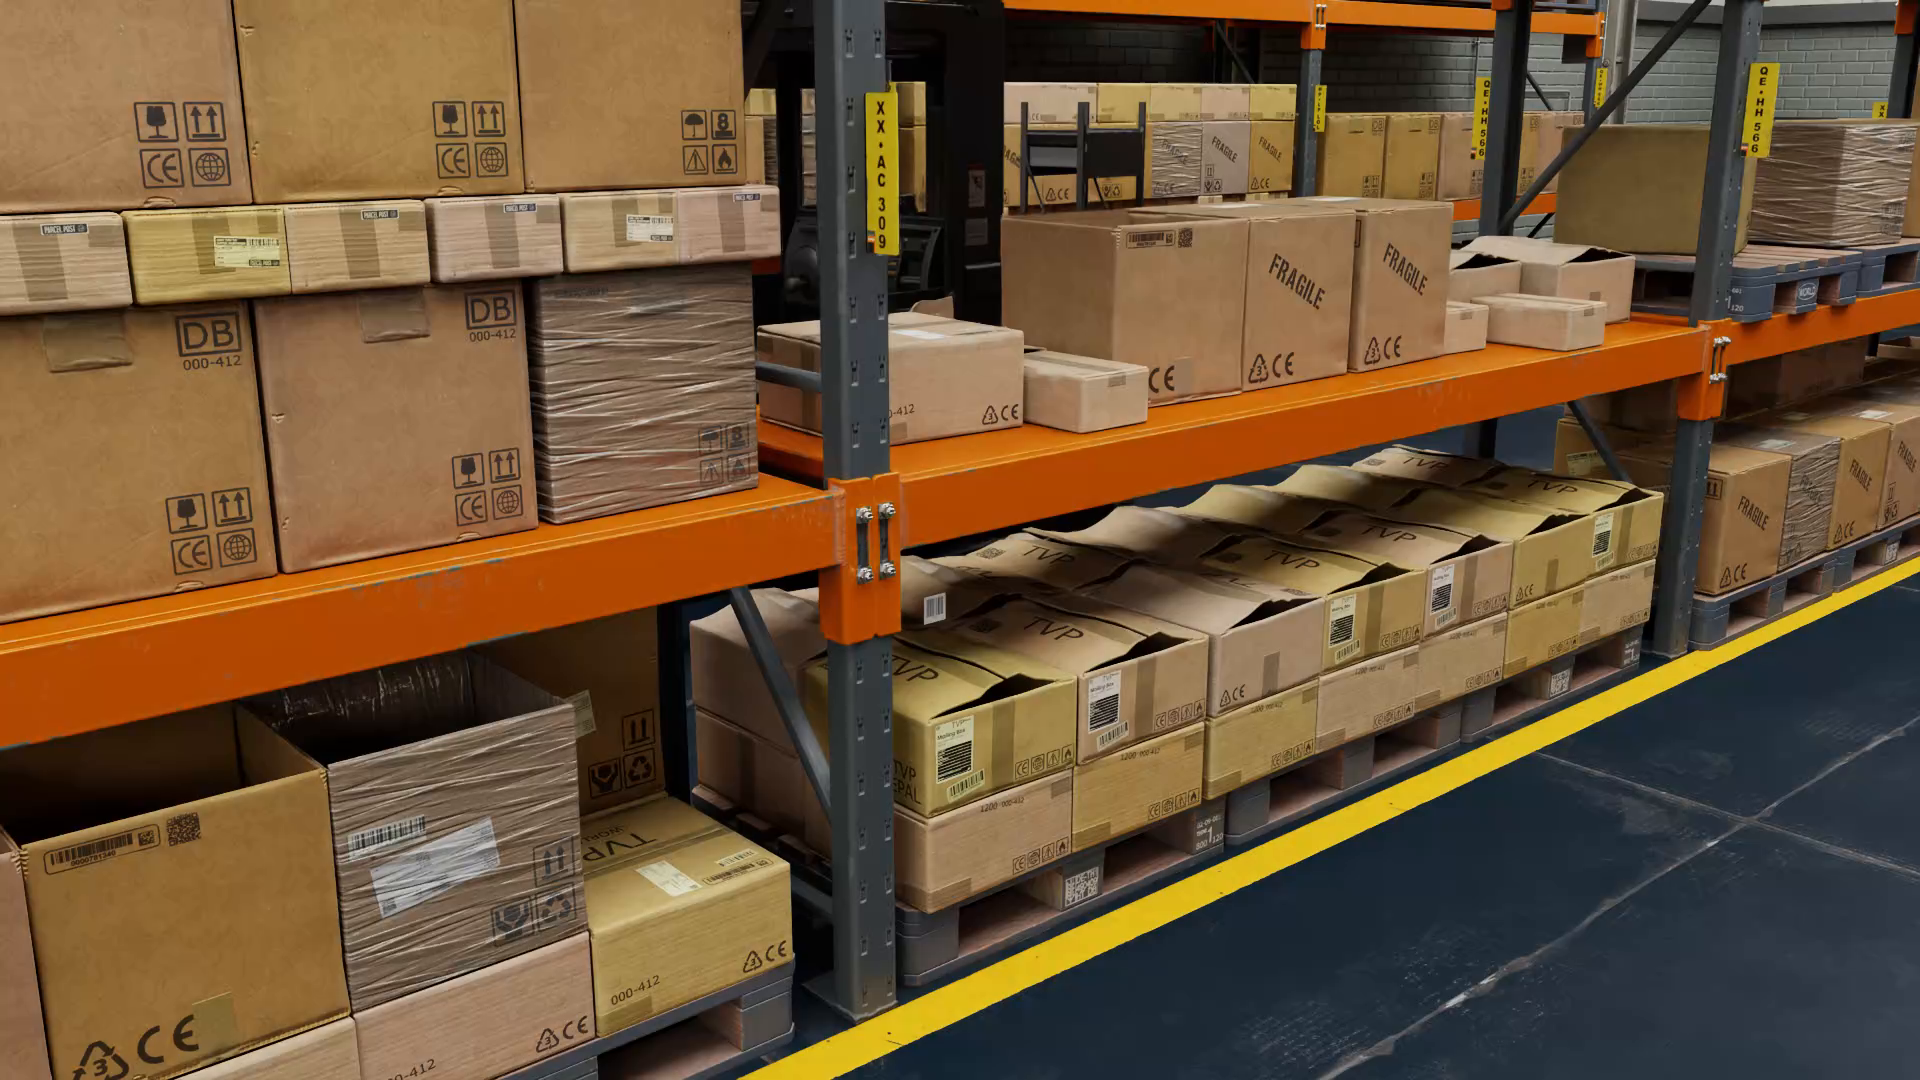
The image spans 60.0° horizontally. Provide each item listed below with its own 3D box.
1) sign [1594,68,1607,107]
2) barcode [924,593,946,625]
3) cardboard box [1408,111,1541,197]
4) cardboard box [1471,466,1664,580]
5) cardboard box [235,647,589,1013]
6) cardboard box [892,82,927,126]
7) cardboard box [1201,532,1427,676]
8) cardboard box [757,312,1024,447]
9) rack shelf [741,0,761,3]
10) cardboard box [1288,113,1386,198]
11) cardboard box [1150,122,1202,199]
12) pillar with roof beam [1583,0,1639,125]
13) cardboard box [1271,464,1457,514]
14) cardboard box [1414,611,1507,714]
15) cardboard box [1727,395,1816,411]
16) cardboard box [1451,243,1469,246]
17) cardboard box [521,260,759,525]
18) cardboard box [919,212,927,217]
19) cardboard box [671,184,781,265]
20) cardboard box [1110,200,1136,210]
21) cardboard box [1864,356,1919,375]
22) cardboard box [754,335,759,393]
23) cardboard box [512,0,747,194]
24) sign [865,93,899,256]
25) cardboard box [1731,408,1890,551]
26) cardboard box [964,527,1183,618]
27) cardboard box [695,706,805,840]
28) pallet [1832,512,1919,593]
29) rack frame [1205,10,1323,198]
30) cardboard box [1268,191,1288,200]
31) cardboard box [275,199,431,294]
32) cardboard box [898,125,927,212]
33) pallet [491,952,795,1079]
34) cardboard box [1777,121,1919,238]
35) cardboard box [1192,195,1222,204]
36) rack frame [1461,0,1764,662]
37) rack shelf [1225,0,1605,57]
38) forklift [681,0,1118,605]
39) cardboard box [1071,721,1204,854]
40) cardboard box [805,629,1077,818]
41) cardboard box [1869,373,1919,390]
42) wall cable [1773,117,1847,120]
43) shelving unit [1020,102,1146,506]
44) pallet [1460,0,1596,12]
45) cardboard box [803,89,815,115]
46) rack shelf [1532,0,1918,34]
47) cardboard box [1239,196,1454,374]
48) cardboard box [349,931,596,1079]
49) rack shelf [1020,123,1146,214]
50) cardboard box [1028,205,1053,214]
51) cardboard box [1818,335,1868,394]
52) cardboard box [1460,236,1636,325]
[{"bbox_3d":[5.618,-3.969,14.592,0.005,0.325,0.100,-13,19,-39],"label":"sign"},{"bbox_3d":[-0.060,0.163,3.958,0.075,0.075,0.001,-13,19,-39],"label":"barcode"},{"bbox_3d":[4.353,-3.334,14.337,0.700,0.700,0.980,-13,20,-40],"label":"cardboard box"},{"bbox_3d":[2.258,-0.092,6.211,0.500,0.311,0.500,-12,19,-38],"label":"cardboard box"},{"bbox_3d":[-1.117,0.561,3.400,0.500,0.500,0.500,-13,19,-39],"label":"cardboard box"},{"bbox_3d":[-0.229,-2.643,10.070,0.500,0.250,0.500,-12,19,-38],"label":"cardboard box"},{"bbox_3d":[1.109,0.166,5.243,0.500,0.311,0.500,-12,19,-38],"label":"cardboard box"},{"bbox_3d":[-0.183,-0.426,4.321,0.500,0.250,0.500,-11,19,-36],"label":"cardboard box"},{"bbox_3d":[-2.272,-2.810,8.540,4.000,0.370,1.077,-13,19,-39],"label":"rack shelf"},{"bbox_3d":[2.675,-2.959,12.933,0.700,0.700,0.980,-12,19,-39],"label":"cardboard box"},{"bbox_3d":[1.309,-2.628,11.466,0.500,0.500,0.500,-13,19,-39],"label":"cardboard box"},{"bbox_3d":[9.567,-6.089,13.607,0.400,9.000,9.100,-13,19,-39],"label":"pillar with roof beam"},{"bbox_3d":[1.513,-0.107,6.266,0.500,0.311,0.500,-13,20,-41],"label":"cardboard box"},{"bbox_3d":[1.487,0.351,5.638,0.500,0.250,0.500,-12,19,-38],"label":"cardboard box"},{"bbox_3d":[3.826,-0.470,8.190,0.500,0.500,0.500,-14,20,-41],"label":"cardboard box"},{"bbox_3d":[4.391,-2.547,14.747,0.250,0.149,0.380,-13,19,-39],"label":"cardboard box"},{"bbox_3d":[-0.856,-0.378,3.659,0.500,0.500,0.700,-13,20,-41],"label":"cardboard box"},{"bbox_3d":[-0.362,-1.946,10.173,0.250,0.149,0.380,-13,20,-40],"label":"cardboard box"},{"bbox_3d":[-0.590,-0.680,3.533,0.250,0.149,0.380,-13,20,-39],"label":"cardboard box"},{"bbox_3d":[0.990,-2.252,11.315,0.250,0.149,0.380,-12,19,-38],"label":"cardboard box"},{"bbox_3d":[4.984,-0.732,9.168,0.500,0.500,0.500,-14,20,-42],"label":"cardboard box"},{"bbox_3d":[-1.272,-0.920,9.874,0.500,0.500,0.700,-12,19,-39],"label":"cardboard box"},{"bbox_3d":[-0.856,-1.005,3.492,0.500,0.500,0.700,-13,19,-39],"label":"cardboard box"},{"bbox_3d":[-0.160,-0.755,3.432,0.005,0.325,0.100,-13,19,-39],"label":"sign"},{"bbox_3d":[3.796,-0.284,7.491,0.500,0.500,0.500,-13,20,-40],"label":"cardboard box"},{"bbox_3d":[0.358,0.151,5.301,0.500,0.311,0.500,-13,20,-40],"label":"cardboard box"},{"bbox_3d":[-0.403,0.593,4.733,0.500,0.250,0.500,-13,20,-40],"label":"cardboard box"},{"bbox_3d":[4.000,-0.061,8.070,1.213,0.211,1.003,-13,19,-39],"label":"pallet"},{"bbox_3d":[2.255,-2.725,12.640,0.127,3.000,1.000,-13,19,-39],"label":"rack frame"},{"bbox_3d":[2.186,-2.501,12.249,0.250,0.149,0.380,-12,19,-39],"label":"cardboard box"},{"bbox_3d":[-1.171,-0.549,3.042,0.250,0.149,0.380,-13,20,-39],"label":"cardboard box"},{"bbox_3d":[-0.228,-2.282,10.170,0.500,0.500,0.500,-12,19,-38],"label":"cardboard box"},{"bbox_3d":[-1.153,1.068,3.844,1.213,0.211,1.003,-13,19,-39],"label":"pallet"},{"bbox_3d":[4.217,-1.701,7.799,0.700,0.500,0.500,10,18,33],"label":"cardboard box"},{"bbox_3d":[1.625,-2.362,11.730,0.250,0.149,0.380,-13,19,-39],"label":"cardboard box"},{"bbox_3d":[2.492,-1.084,6.495,0.127,3.000,1.000,-13,19,-39],"label":"rack frame"},{"bbox_3d":[3.764,-4.166,13.614,4.000,0.370,1.077,-13,19,-39],"label":"rack shelf"},{"bbox_3d":[-0.586,-1.255,7.268,1.130,2.935,3.031,14,20,41],"label":"forklift"},{"bbox_3d":[0.328,0.613,4.657,0.500,0.250,0.500,-12,19,-38],"label":"cardboard box"},{"bbox_3d":[-0.050,0.427,4.267,0.500,0.311,0.500,-13,19,-39],"label":"cardboard box"},{"bbox_3d":[4.947,-0.545,8.468,0.500,0.500,0.500,-13,19,-39],"label":"cardboard box"},{"bbox_3d":[9.774,-5.689,18.129,0.112,2.526,3.097,-13,19,-39],"label":"wall cable"},{"bbox_3d":[0.623,-1.188,8.628,0.431,2.100,0.503,14,20,41],"label":"shelving unit"},{"bbox_3d":[4.720,-4.681,14.323,1.213,0.211,1.003,-13,19,-39],"label":"pallet"},{"bbox_3d":[-1.003,-2.557,9.709,0.380,0.149,0.250,13,20,40],"label":"cardboard box"},{"bbox_3d":[4.001,-2.524,7.469,4.000,0.370,1.077,-13,19,-39],"label":"rack shelf"},{"bbox_3d":[1.237,-0.845,5.406,0.500,0.500,0.500,-14,20,-42],"label":"cardboard box"},{"bbox_3d":[-1.116,0.923,3.495,0.500,0.250,0.500,-13,19,-39],"label":"cardboard box"},{"bbox_3d":[0.623,-1.851,8.451,0.431,0.518,0.480,14,20,41],"label":"rack shelf"},{"bbox_3d":[0.388,-2.128,10.853,0.250,0.149,0.380,-12,19,-38],"label":"cardboard box"},{"bbox_3d":[4.230,-0.925,8.437,0.500,0.250,0.500,-13,19,-39],"label":"cardboard box"},{"bbox_3d":[2.189,-0.988,6.307,0.500,0.311,0.500,-11,19,-36],"label":"cardboard box"}]
